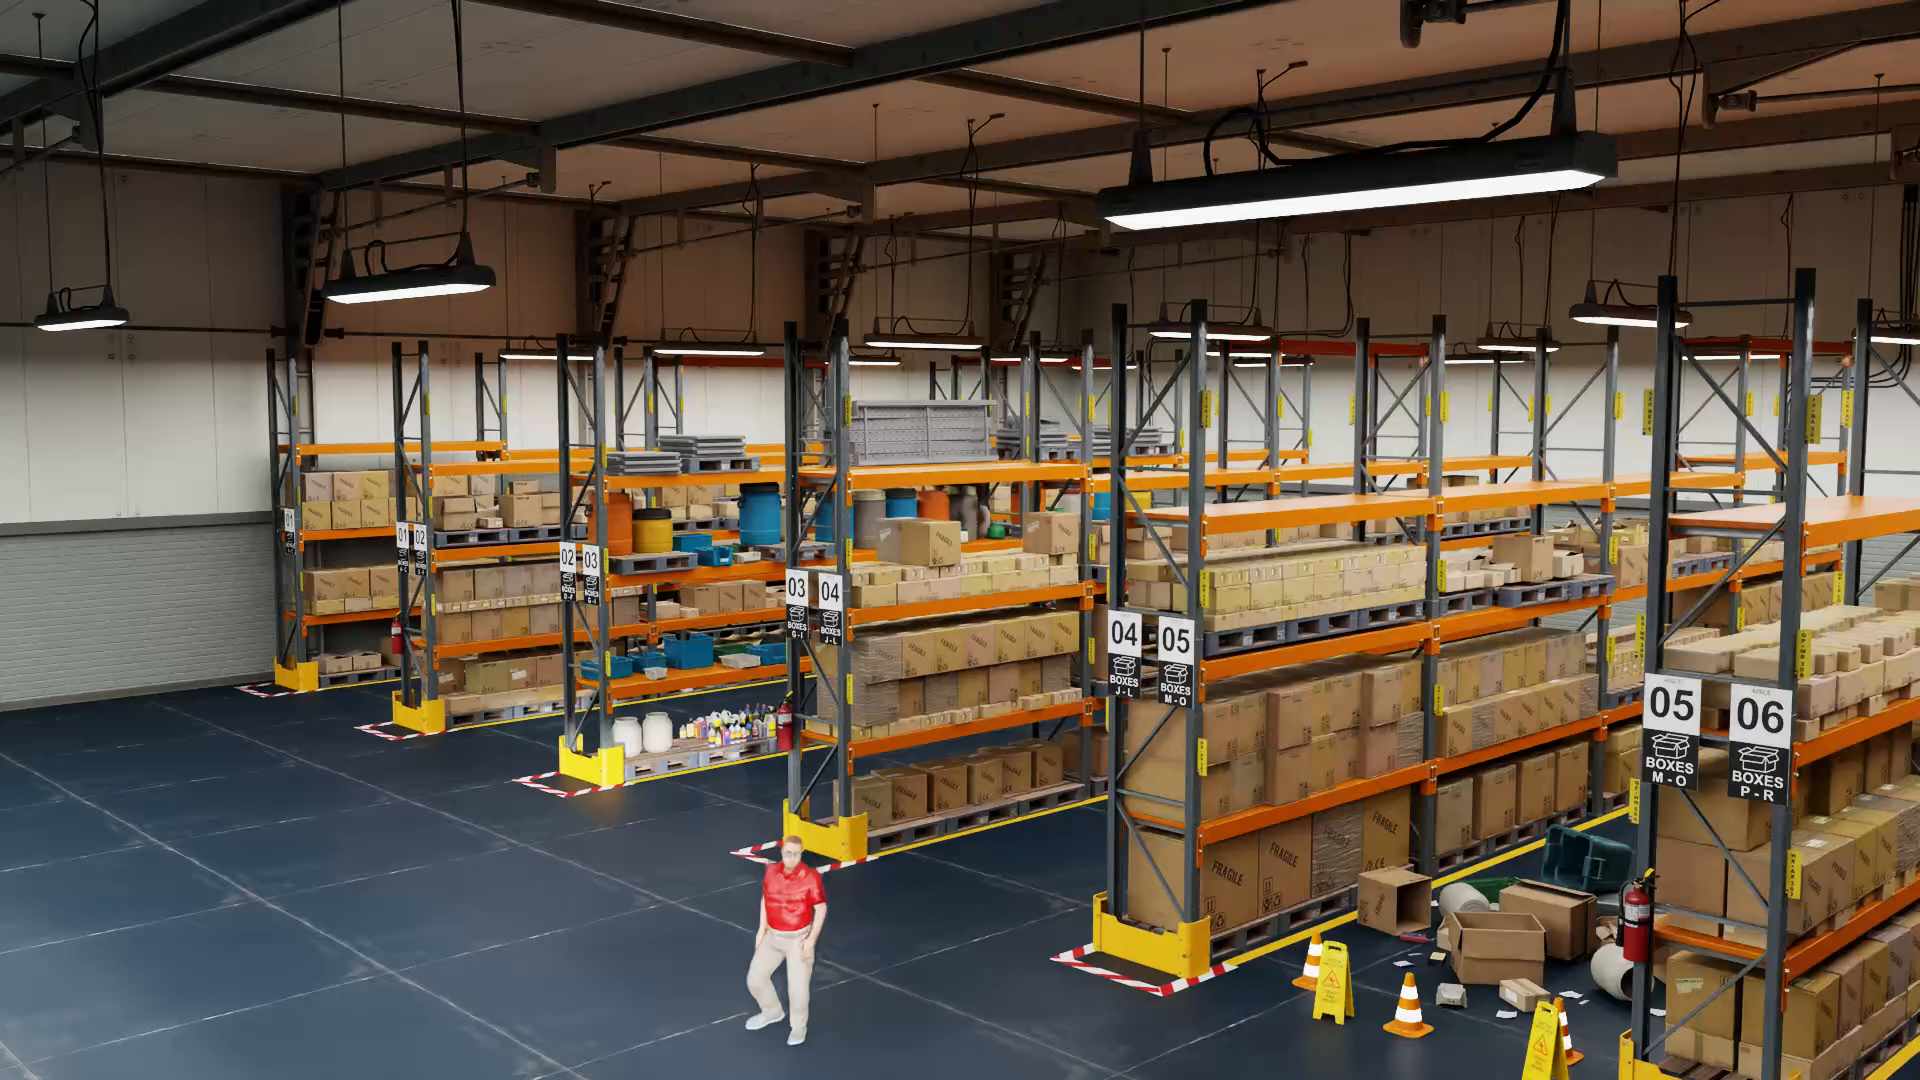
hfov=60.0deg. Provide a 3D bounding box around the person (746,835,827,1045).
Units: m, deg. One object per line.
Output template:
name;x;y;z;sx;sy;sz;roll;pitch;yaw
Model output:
person;-1.425;3.178;13.217;0.785;1.698;0.598;2;5;19
